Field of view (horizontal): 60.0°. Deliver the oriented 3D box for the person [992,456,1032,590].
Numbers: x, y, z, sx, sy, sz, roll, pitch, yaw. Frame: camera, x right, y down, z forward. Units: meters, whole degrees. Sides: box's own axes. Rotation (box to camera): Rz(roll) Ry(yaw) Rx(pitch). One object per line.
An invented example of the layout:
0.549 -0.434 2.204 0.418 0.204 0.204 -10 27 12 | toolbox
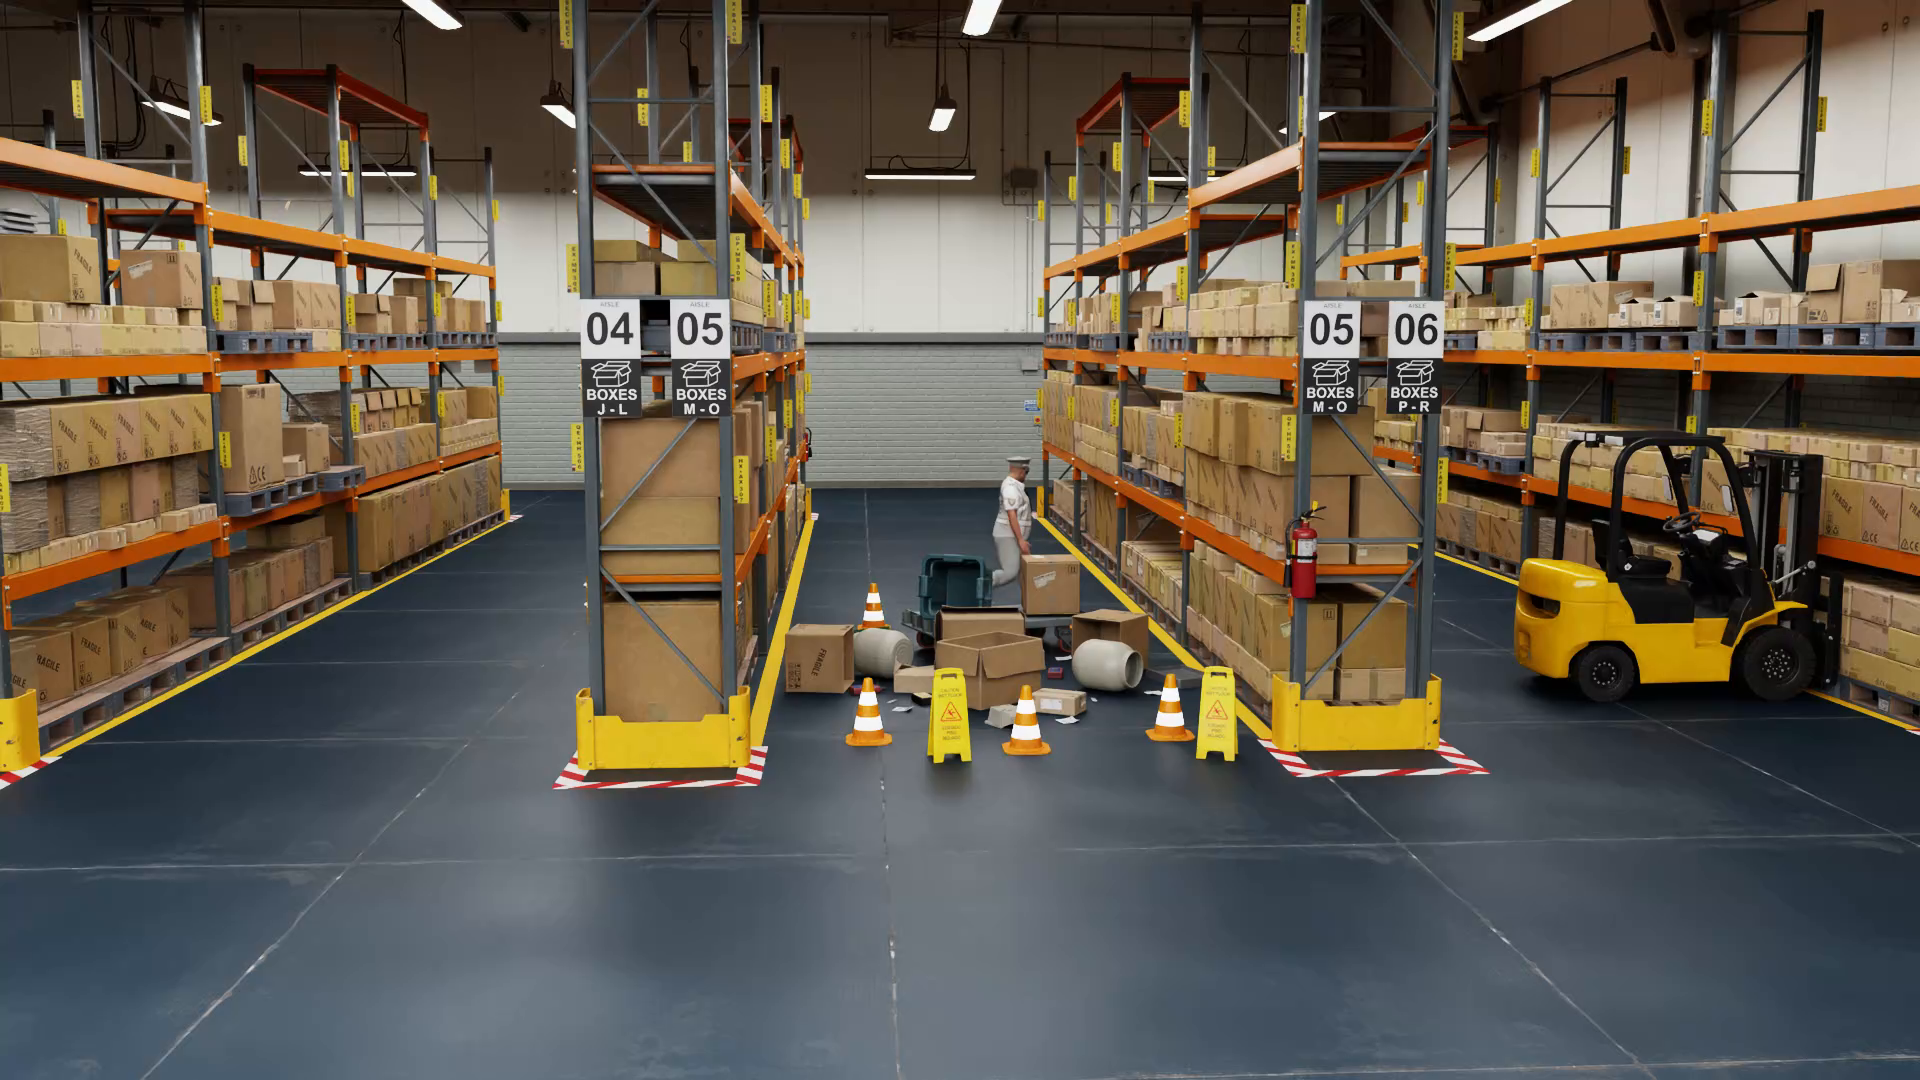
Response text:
0.542 -0.015 17.402 0.957 1.712 0.676 1 7 10 | person
